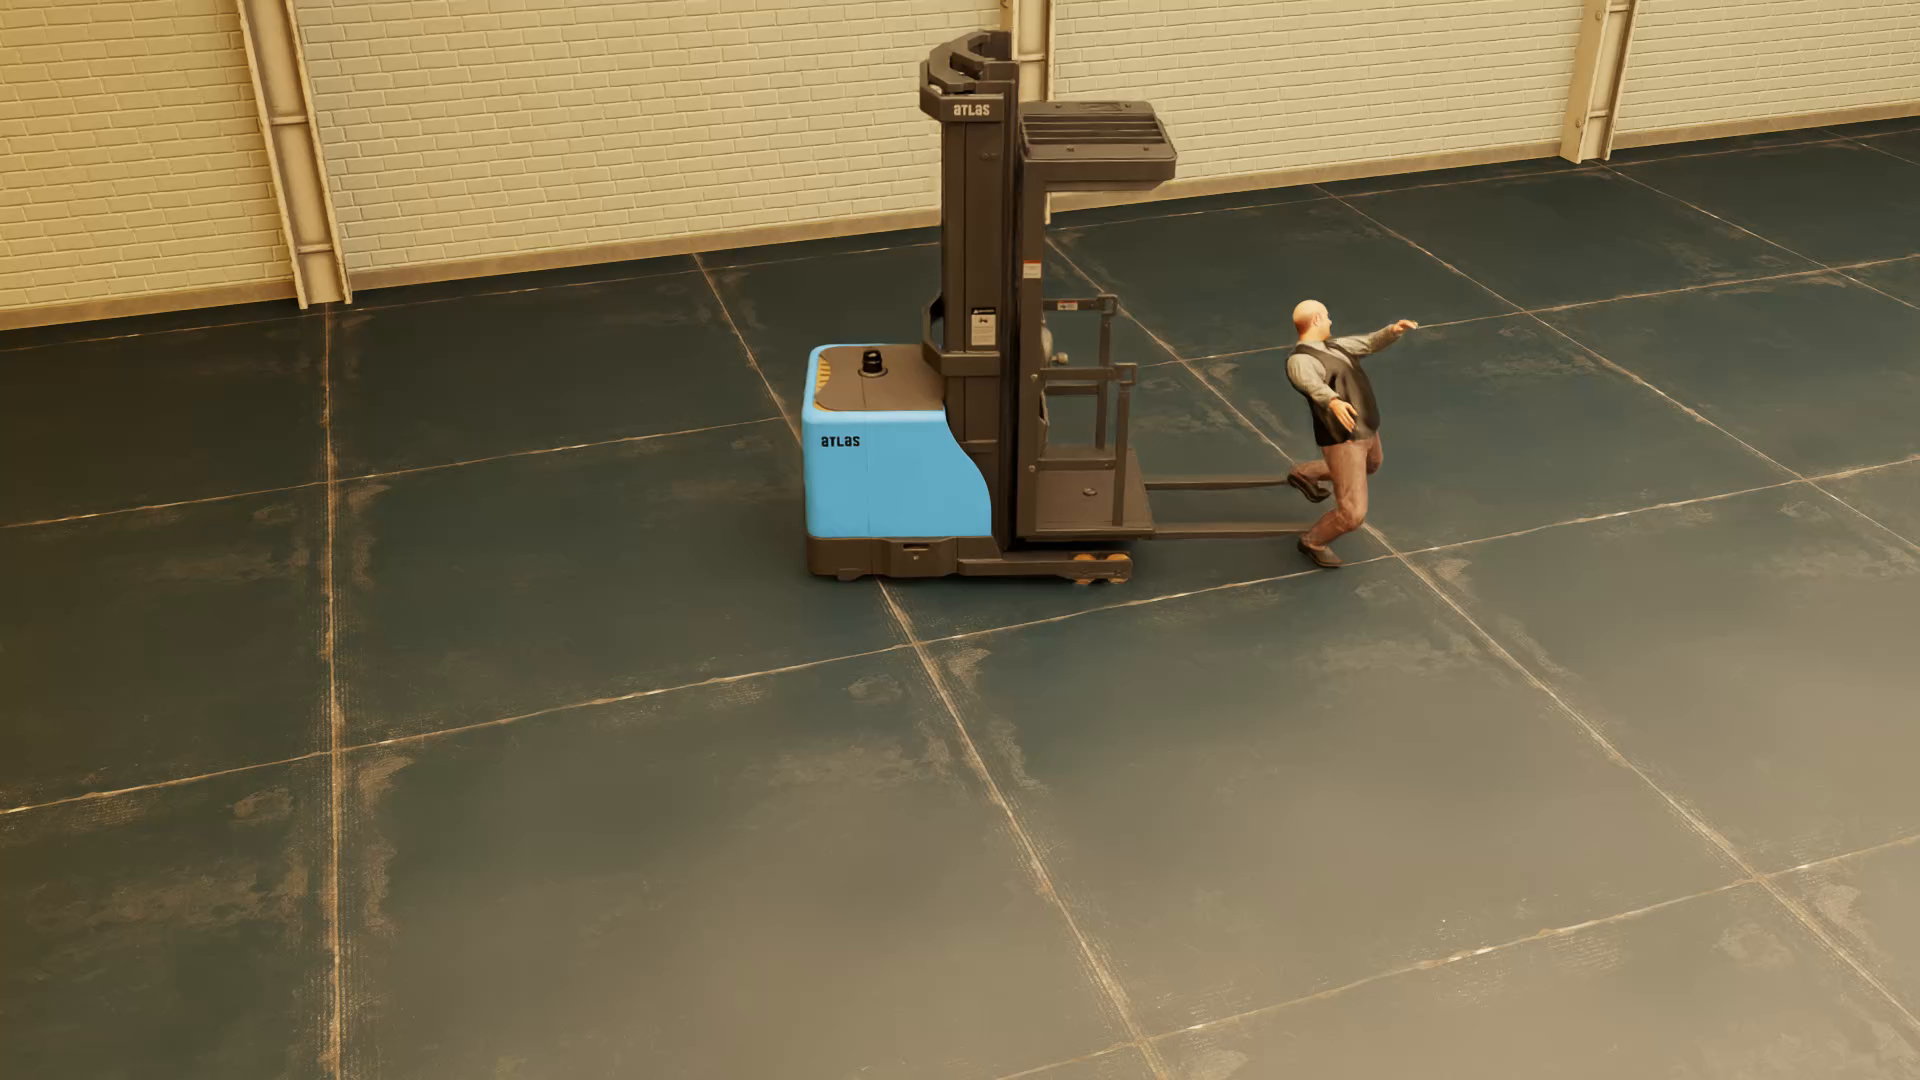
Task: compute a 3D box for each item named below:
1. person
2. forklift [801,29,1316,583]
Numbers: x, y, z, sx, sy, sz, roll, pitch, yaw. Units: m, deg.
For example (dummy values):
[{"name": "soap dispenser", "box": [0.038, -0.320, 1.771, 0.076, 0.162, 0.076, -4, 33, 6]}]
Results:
[{"name": "person", "box": [2.130, -0.545, 9.467, 0.710, 1.469, 1.039, 11, 32, 18]}, {"name": "forklift", "box": [0.616, -1.286, 9.321, 3.031, 2.935, 1.130, -1, 30, -1]}]
